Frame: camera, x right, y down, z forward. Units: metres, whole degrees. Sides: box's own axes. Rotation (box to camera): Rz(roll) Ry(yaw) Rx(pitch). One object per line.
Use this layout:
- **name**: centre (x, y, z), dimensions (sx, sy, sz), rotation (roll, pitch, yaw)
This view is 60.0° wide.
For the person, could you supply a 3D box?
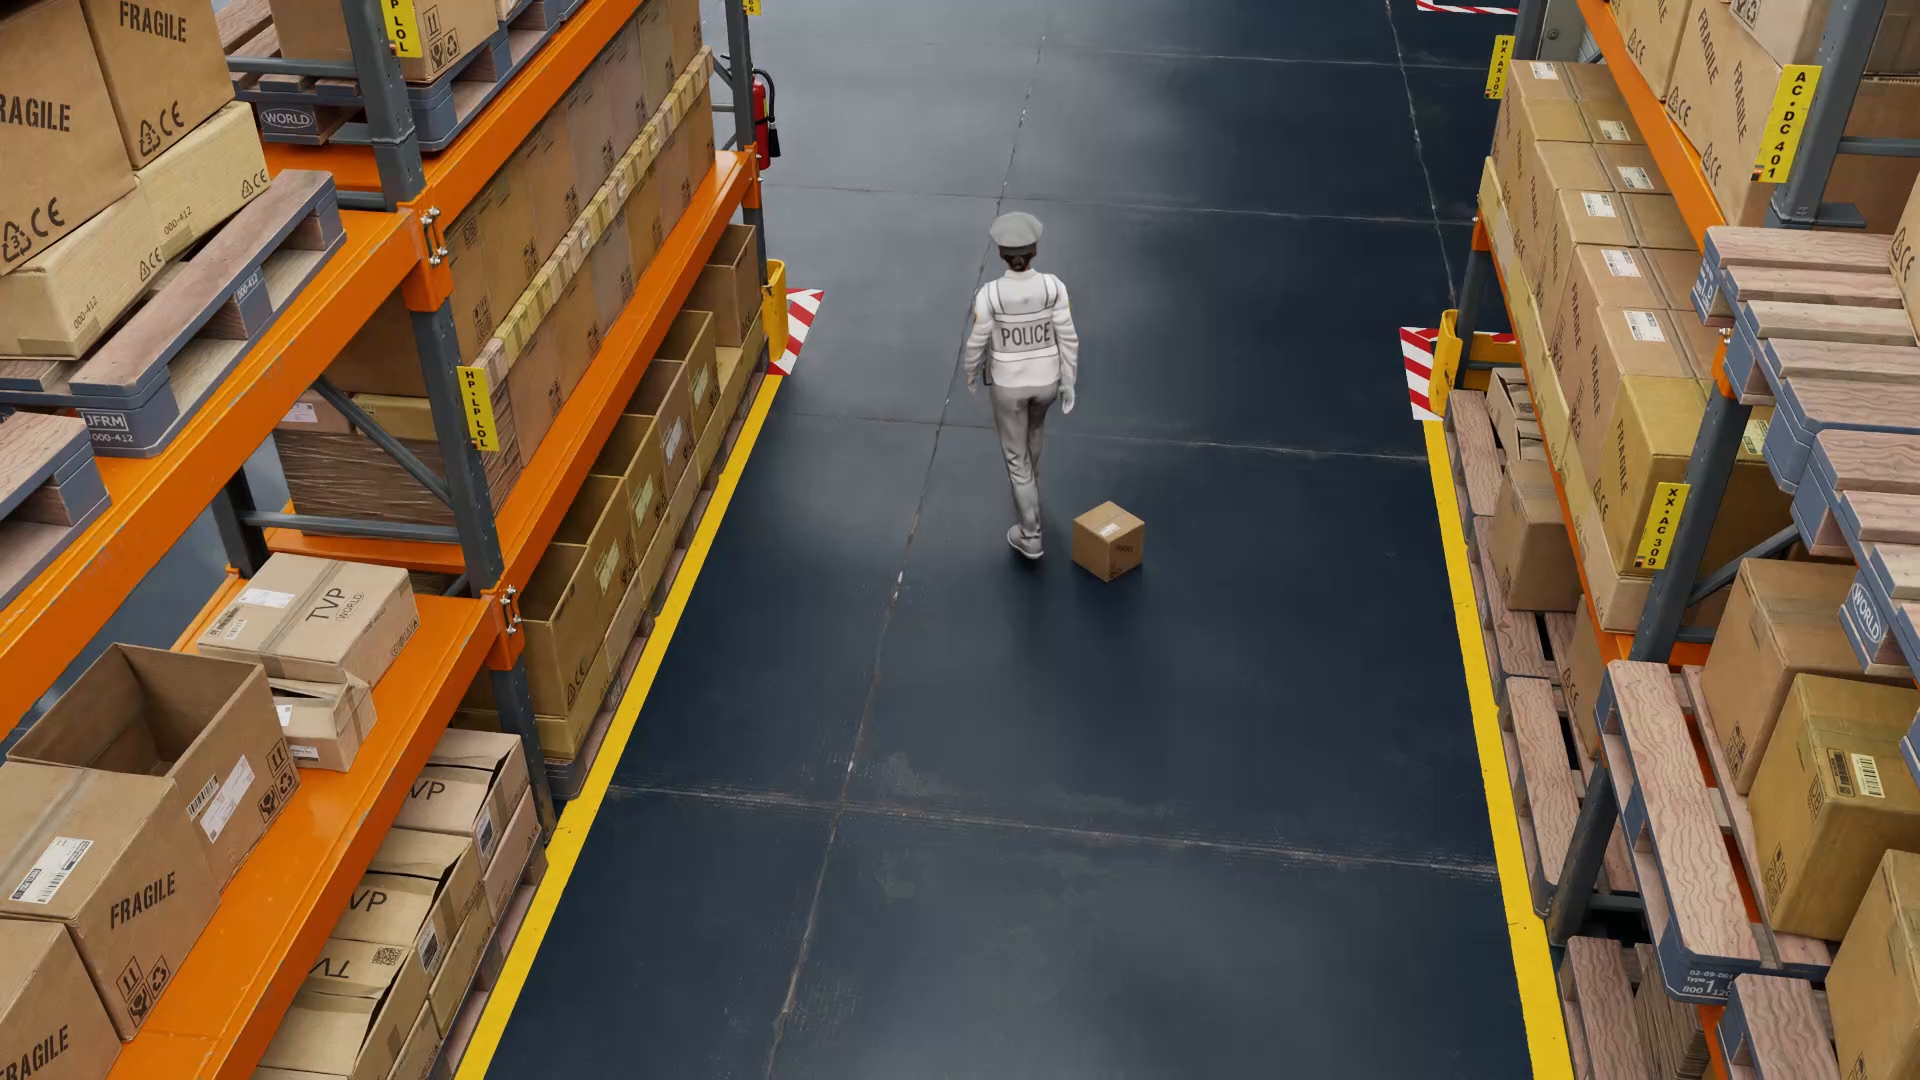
- **person**: centre (0.292, -0.755, 8.077), dimensions (0.511, 1.680, 0.854), rotation (-10, 38, -14)
